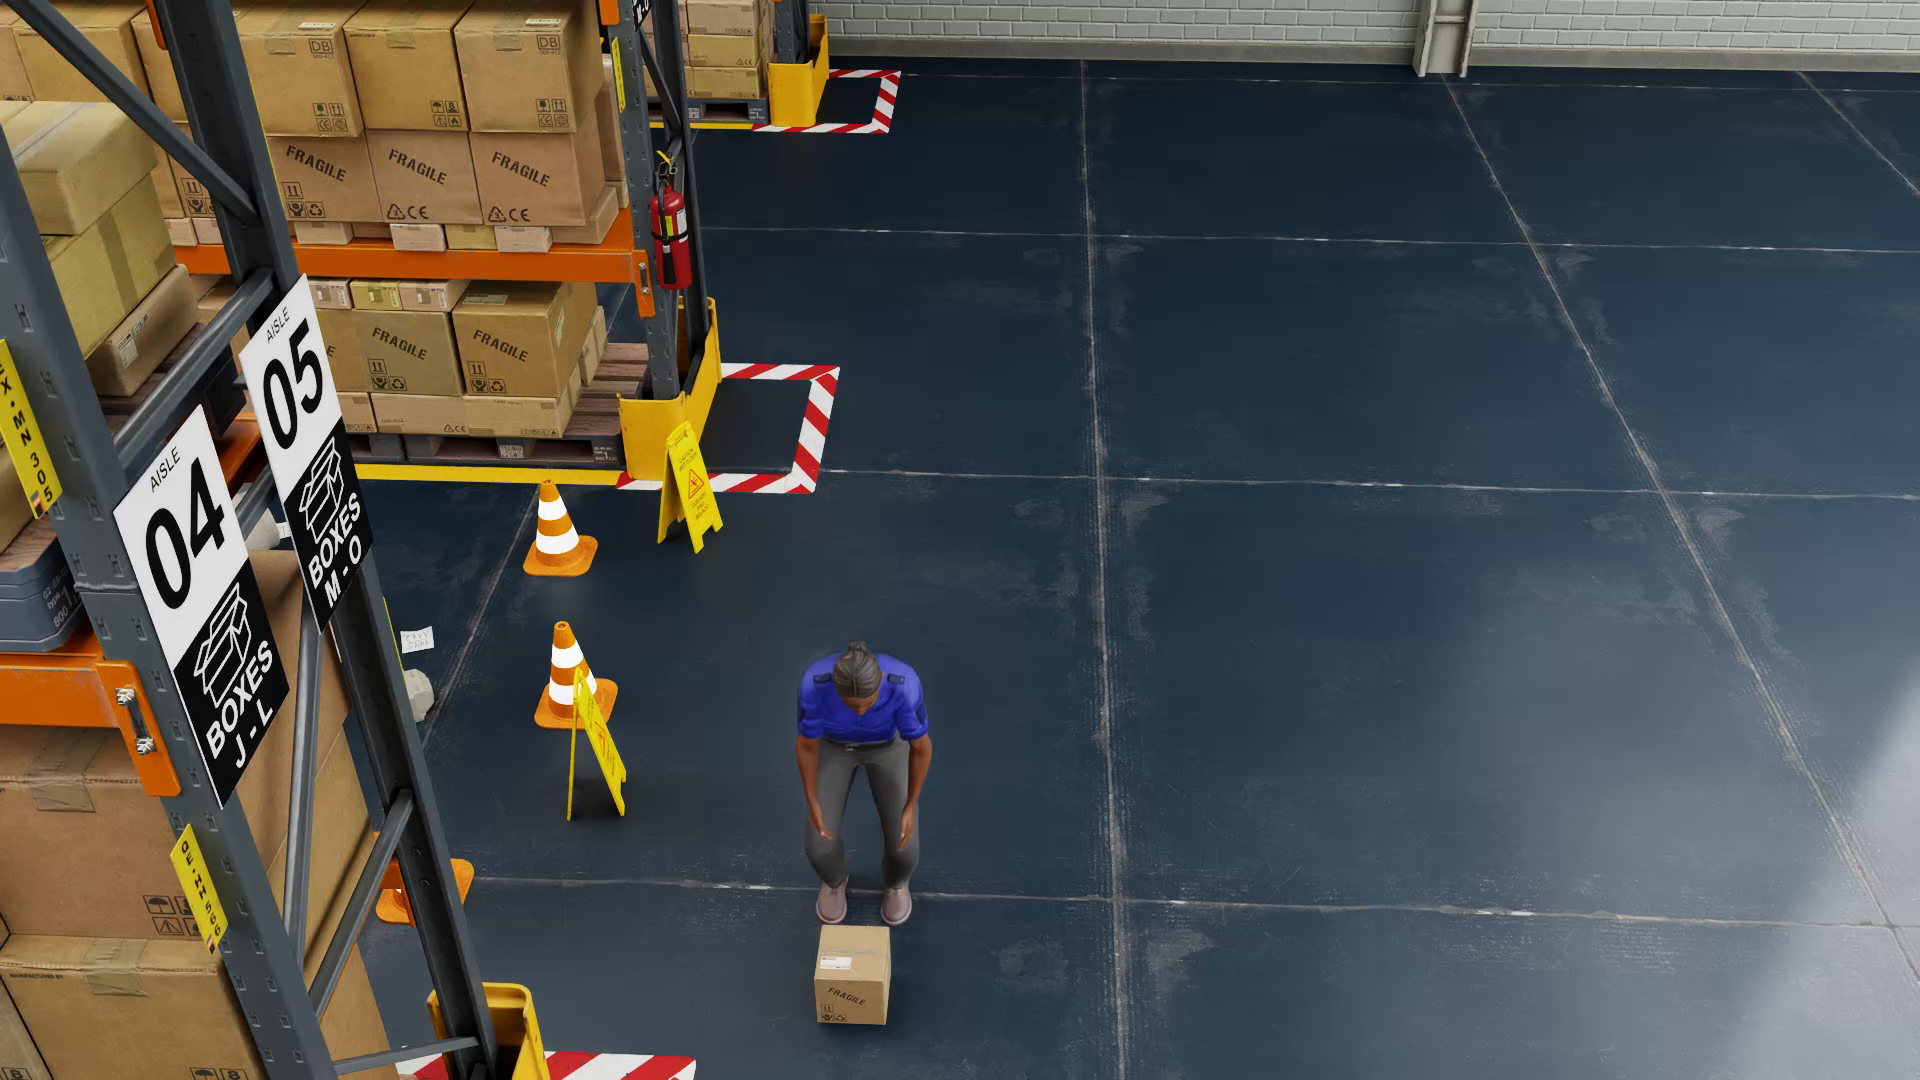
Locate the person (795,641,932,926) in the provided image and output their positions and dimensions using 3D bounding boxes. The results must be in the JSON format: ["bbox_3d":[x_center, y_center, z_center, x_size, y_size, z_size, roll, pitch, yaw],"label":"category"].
[{"bbox_3d":[-0.342,0.859,6.127,0.492,1.441,0.577,2,36,2],"label":"person"}]
